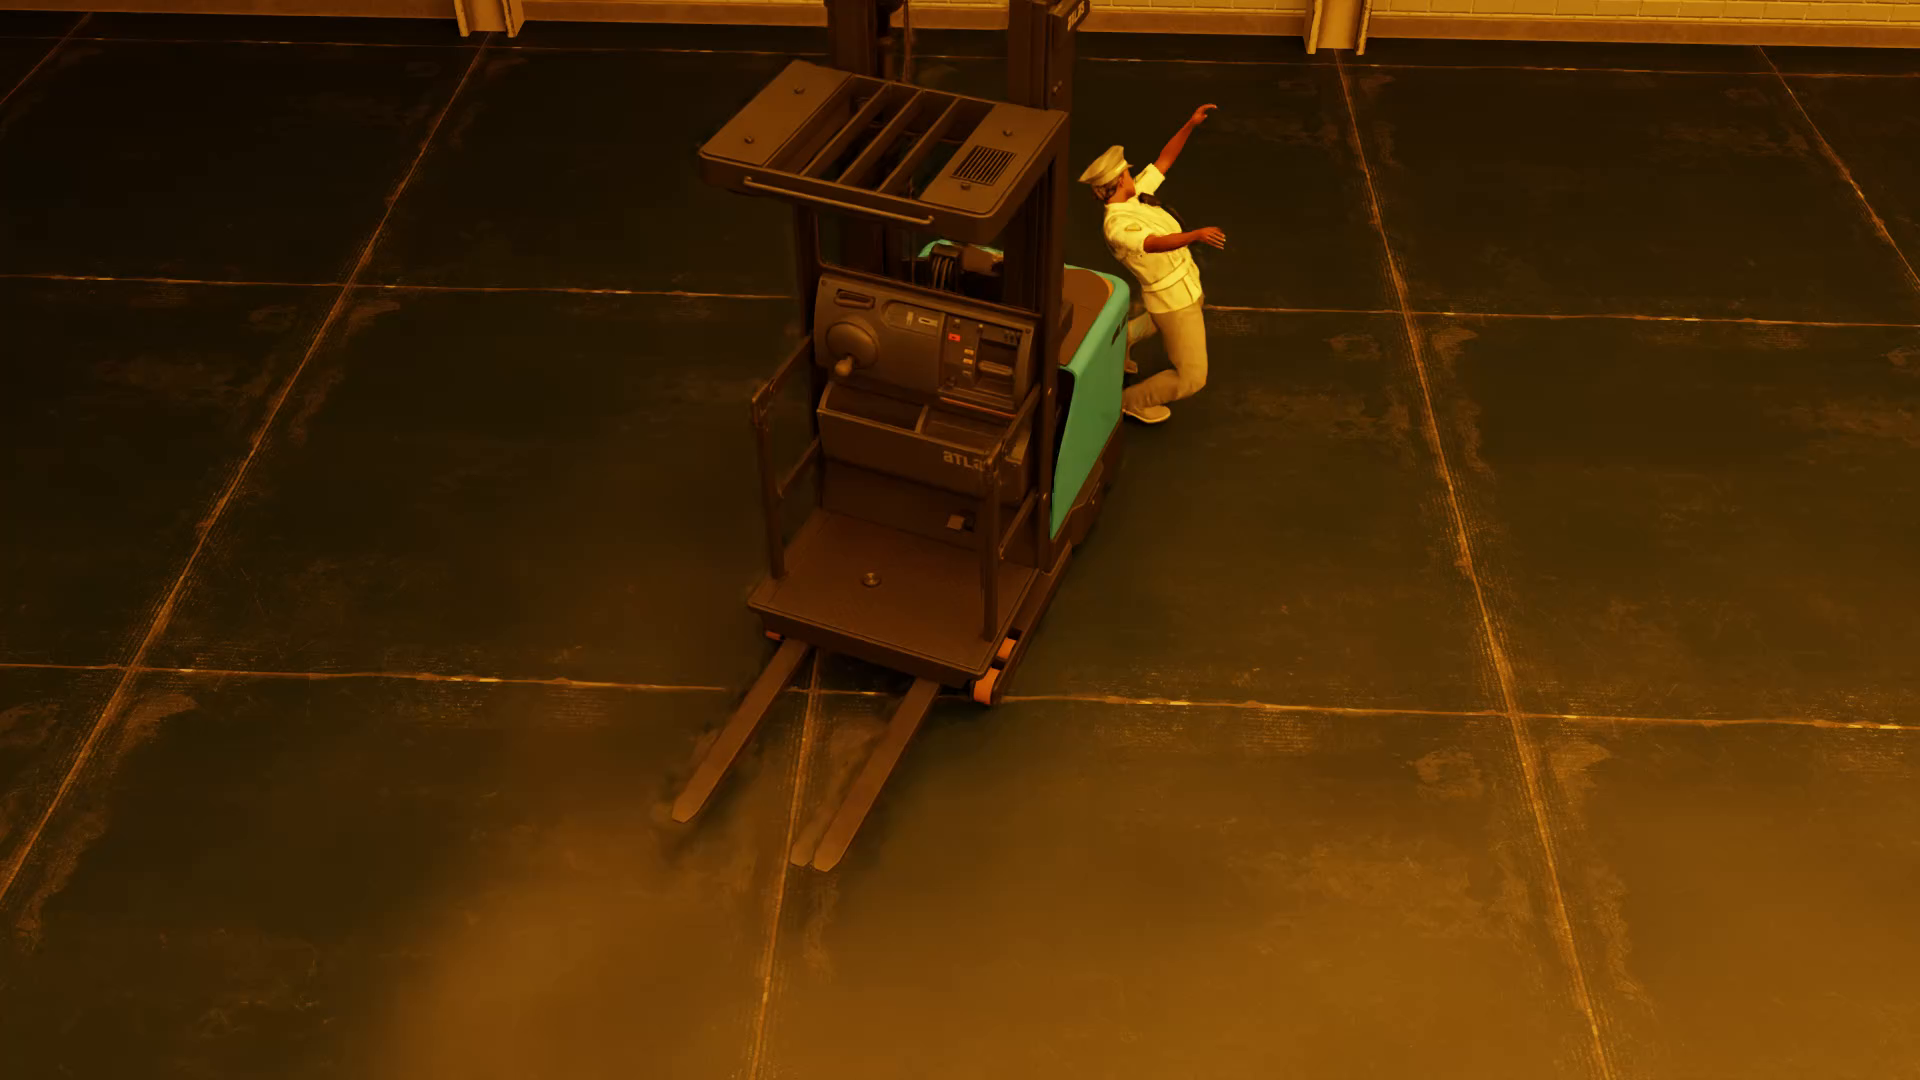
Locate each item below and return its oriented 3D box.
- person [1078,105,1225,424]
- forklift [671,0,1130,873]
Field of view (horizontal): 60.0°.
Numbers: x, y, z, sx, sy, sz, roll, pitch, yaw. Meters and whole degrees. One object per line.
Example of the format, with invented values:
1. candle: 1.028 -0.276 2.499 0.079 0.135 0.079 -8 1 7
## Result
1. person: 0.904 -1.231 8.071 0.691 1.579 0.946 1 42 1
2. forklift: -0.231 -0.702 6.511 1.130 2.935 3.031 15 45 16
